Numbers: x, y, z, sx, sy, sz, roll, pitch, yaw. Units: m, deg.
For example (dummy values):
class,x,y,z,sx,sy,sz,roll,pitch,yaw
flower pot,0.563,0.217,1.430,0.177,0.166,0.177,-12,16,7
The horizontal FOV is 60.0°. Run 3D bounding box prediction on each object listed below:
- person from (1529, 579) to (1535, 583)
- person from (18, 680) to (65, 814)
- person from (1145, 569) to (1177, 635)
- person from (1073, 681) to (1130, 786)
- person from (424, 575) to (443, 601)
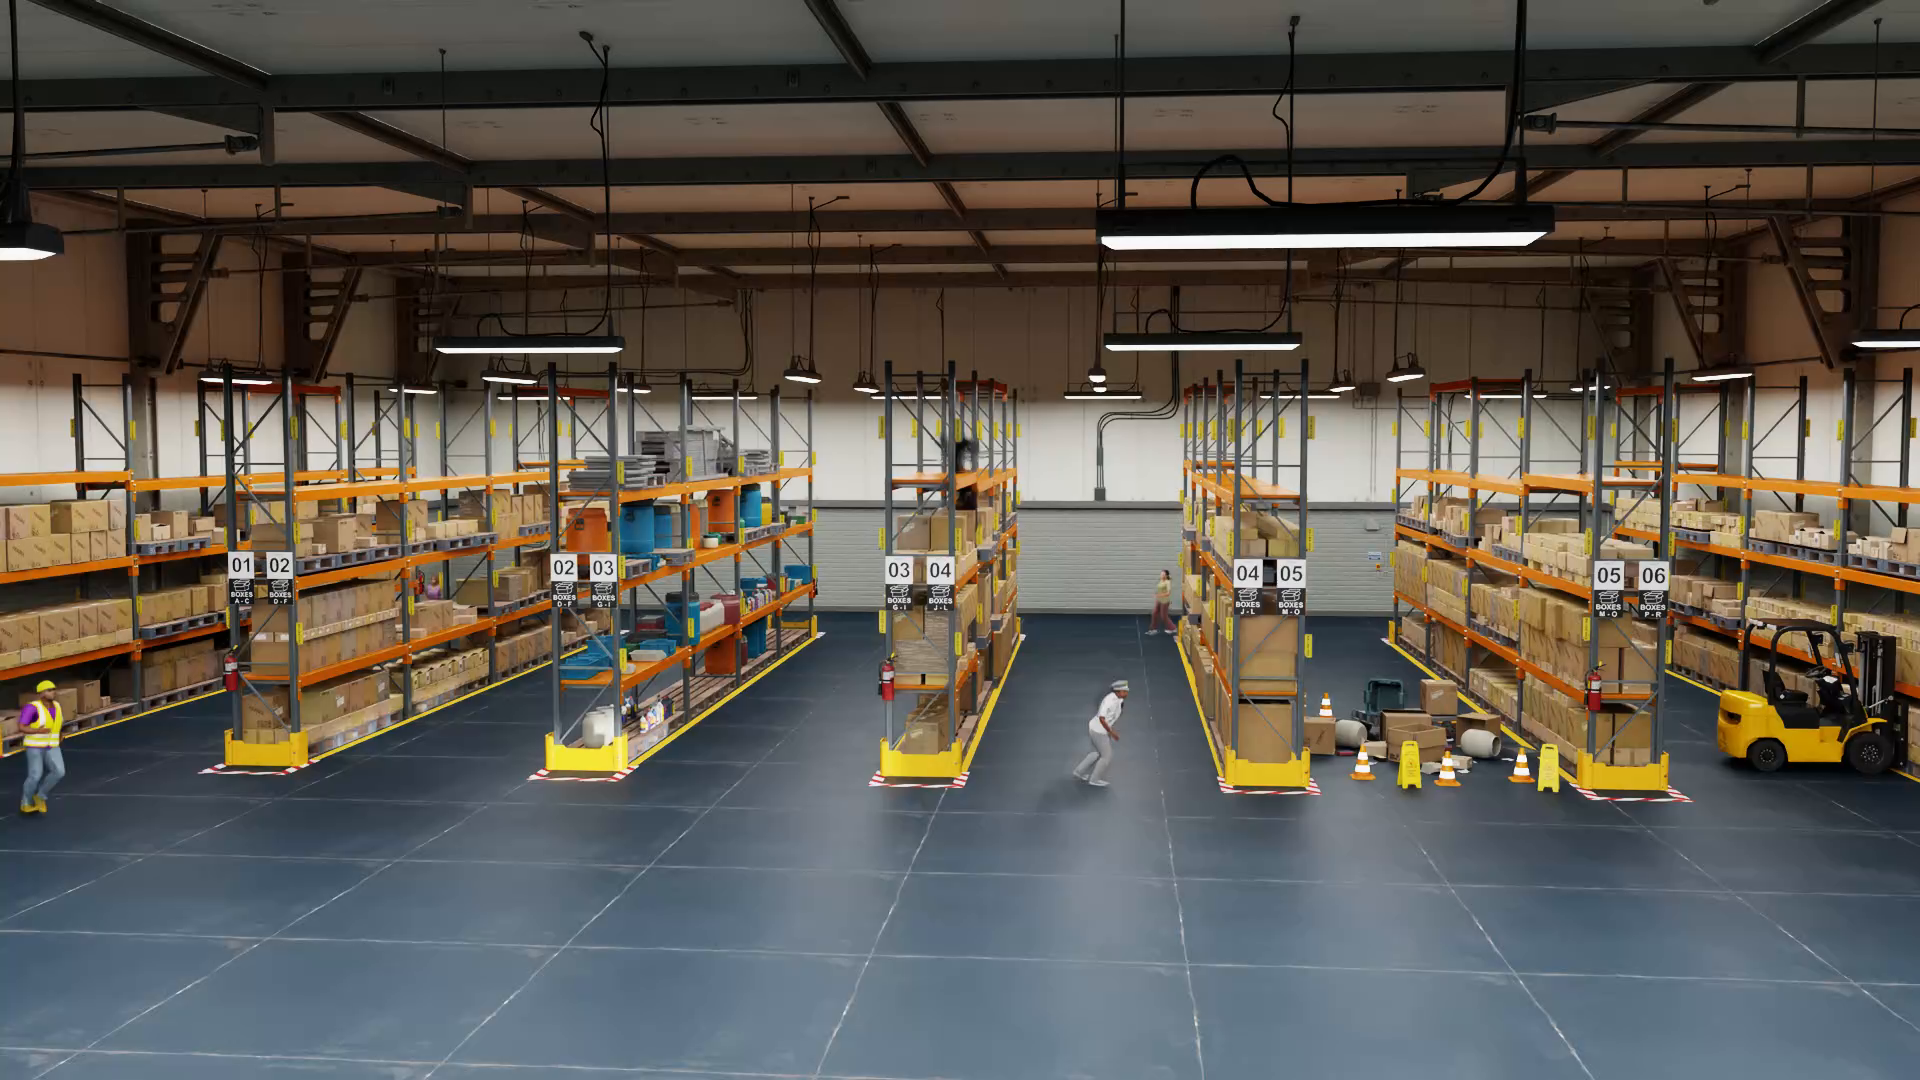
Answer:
class,x,y,z,sx,sy,sz,roll,pitch,yaw
person,12.644,1.742,36.651,0.695,1.722,1.029,-1,4,-17
person,-11.941,2.710,21.746,0.662,1.748,0.692,2,4,30
person,4.968,1.526,40.607,0.735,1.659,0.700,-1,4,-13
person,1.986,2.706,23.419,0.836,1.522,0.597,1,4,14
person,-12.319,1.618,38.974,0.541,1.592,0.888,0,4,-4
